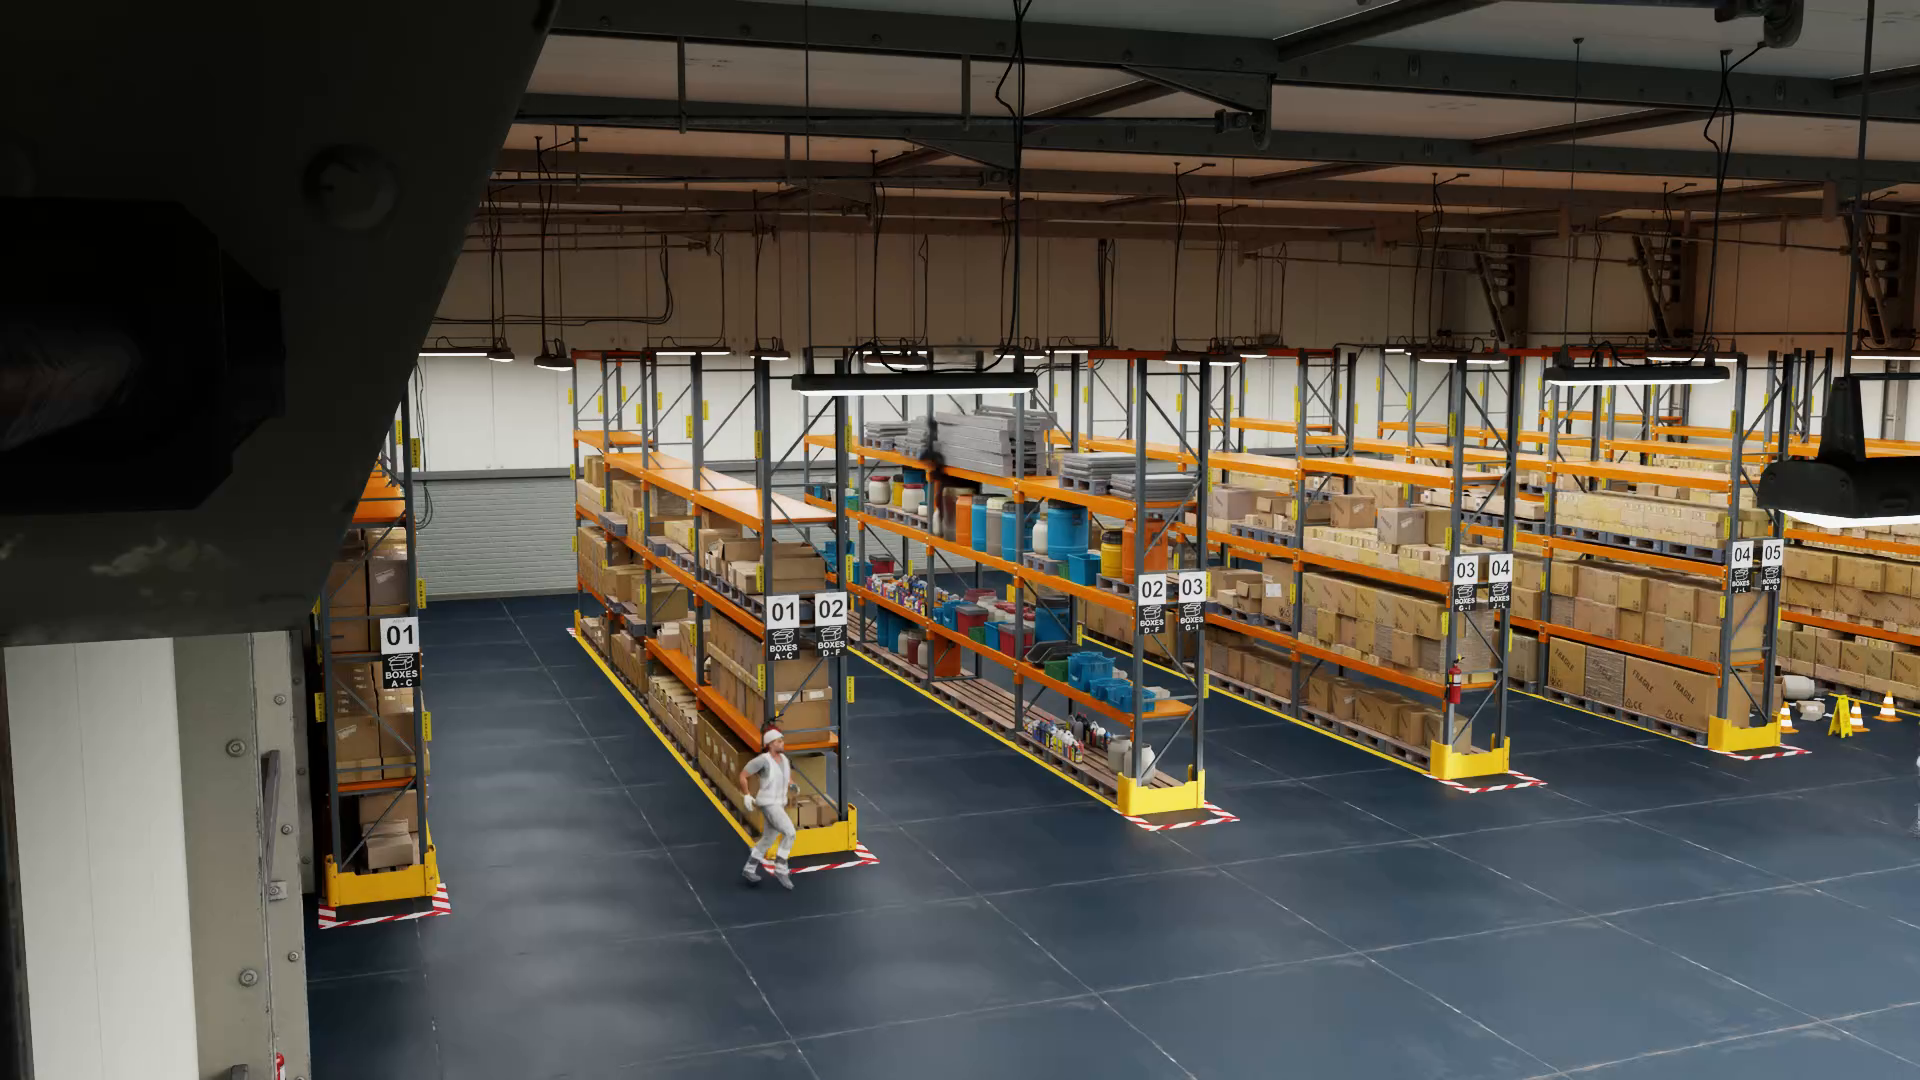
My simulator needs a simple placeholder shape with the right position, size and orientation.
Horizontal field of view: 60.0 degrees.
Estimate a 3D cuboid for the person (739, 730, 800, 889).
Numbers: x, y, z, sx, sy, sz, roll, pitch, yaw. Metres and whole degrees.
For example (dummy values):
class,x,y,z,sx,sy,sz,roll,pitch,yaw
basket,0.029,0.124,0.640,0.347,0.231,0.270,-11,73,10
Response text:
class,x,y,z,sx,sy,sz,roll,pitch,yaw
person,-2.143,3.070,19.170,0.700,1.754,0.687,3,8,22
